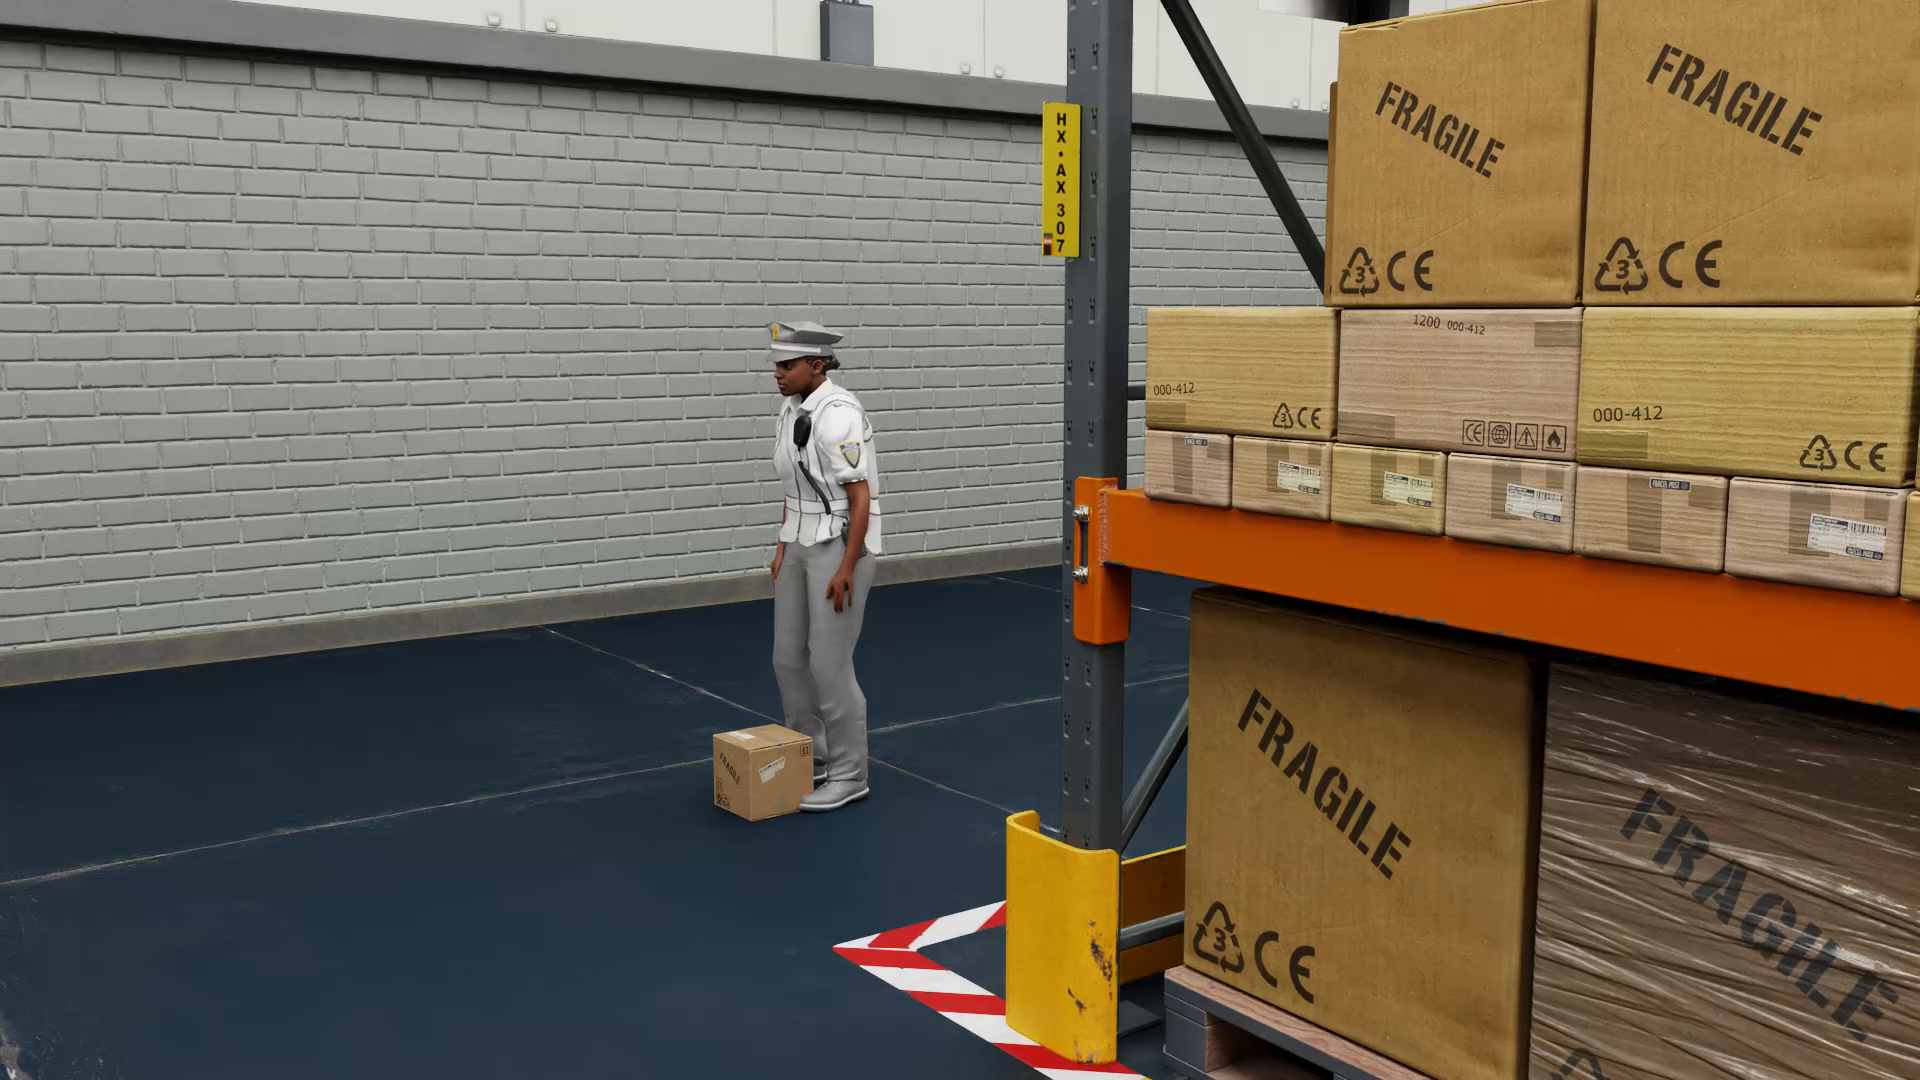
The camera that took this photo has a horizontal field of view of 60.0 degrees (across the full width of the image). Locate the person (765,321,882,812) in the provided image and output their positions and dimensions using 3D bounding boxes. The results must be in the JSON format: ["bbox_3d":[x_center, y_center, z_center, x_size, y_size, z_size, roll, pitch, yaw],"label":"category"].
[{"bbox_3d":[-0.492,0.079,5.758,0.394,1.655,0.504,-6,10,-36],"label":"person"}]
